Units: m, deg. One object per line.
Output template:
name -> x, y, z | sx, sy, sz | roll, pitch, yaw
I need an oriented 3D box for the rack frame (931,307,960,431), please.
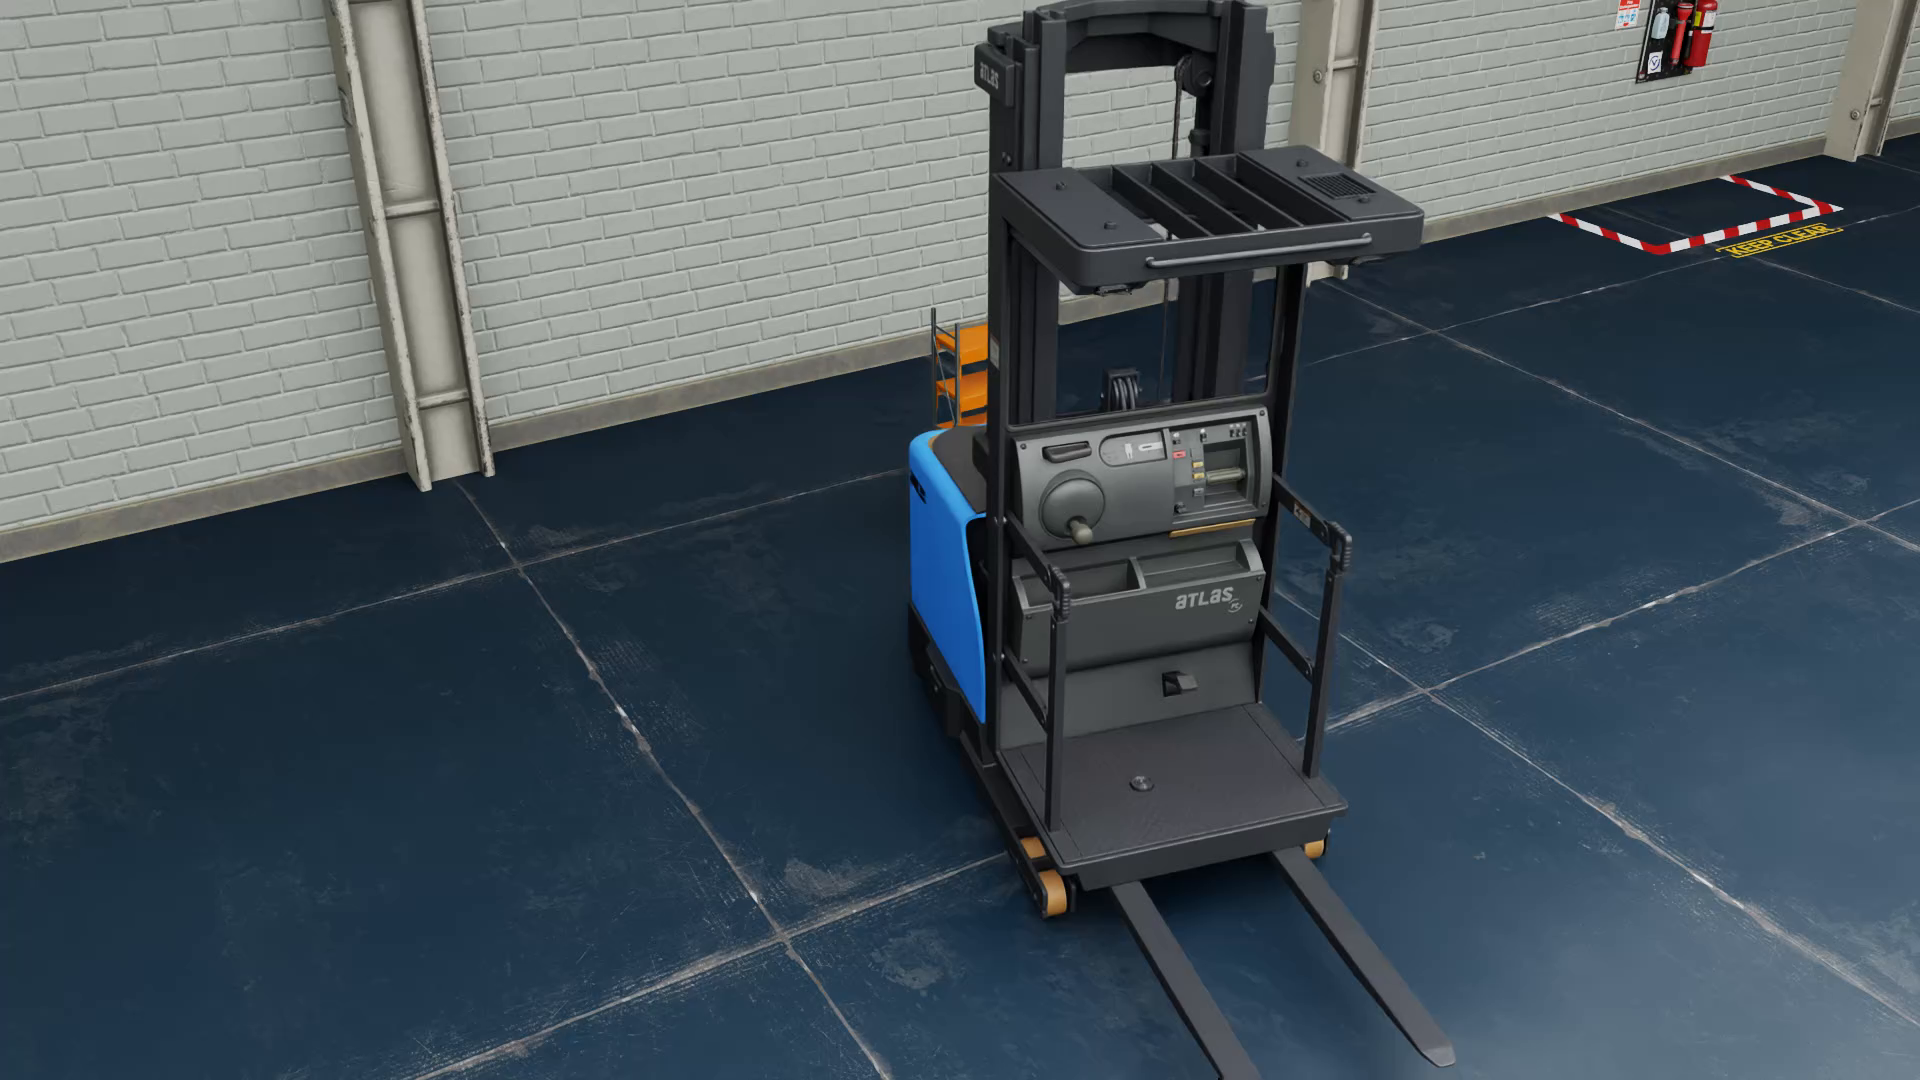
rack frame -> -0.068, -0.506, 7.925 | 0.015, 1.200, 0.240 | -16, 33, -26

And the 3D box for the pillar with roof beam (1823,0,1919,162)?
pillar with roof beam -> 9.799, -5.449, 8.809 | 0.400, 9.000, 9.100 | -16, 33, -26

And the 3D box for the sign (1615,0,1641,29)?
sign -> 4.939, -3.950, 12.265 | 0.234, 0.329, 0.001 | -16, 33, -26

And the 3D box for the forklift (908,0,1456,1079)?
forklift -> 0.706, -0.176, 5.536 | 1.130, 2.935, 3.031 | -9, 30, -15

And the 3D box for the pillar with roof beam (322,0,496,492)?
pillar with roof beam -> -0.547, -2.511, 3.487 | 0.400, 9.000, 9.100 | -16, 33, -26

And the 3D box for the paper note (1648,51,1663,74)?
paper note -> 5.280, -3.626, 12.628 | 0.142, 0.148, 0.016 | -16, 33, -26

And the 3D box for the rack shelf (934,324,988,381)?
rack shelf -> 0.143, -0.910, 7.844 | 0.480, 0.148, 0.258 | -16, 33, -26

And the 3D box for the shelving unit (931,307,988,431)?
shelving unit -> 0.143, -0.566, 8.034 | 0.503, 1.200, 0.258 | -16, 33, -26

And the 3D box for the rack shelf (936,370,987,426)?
rack shelf -> 0.143, -0.703, 7.958 | 0.480, 0.148, 0.258 | -16, 33, -26

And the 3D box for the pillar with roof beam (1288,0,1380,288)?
pillar with roof beam -> 4.626, -3.980, 6.148 | 0.400, 9.000, 9.100 | -16, 33, -26

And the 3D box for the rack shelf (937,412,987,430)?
rack shelf -> 0.143, -0.507, 8.066 | 0.480, 0.148, 0.258 | -16, 33, -26

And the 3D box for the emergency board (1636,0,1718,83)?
emergency board -> 5.468, -4.026, 12.441 | 0.643, 1.169, 0.194 | -16, 33, -26
